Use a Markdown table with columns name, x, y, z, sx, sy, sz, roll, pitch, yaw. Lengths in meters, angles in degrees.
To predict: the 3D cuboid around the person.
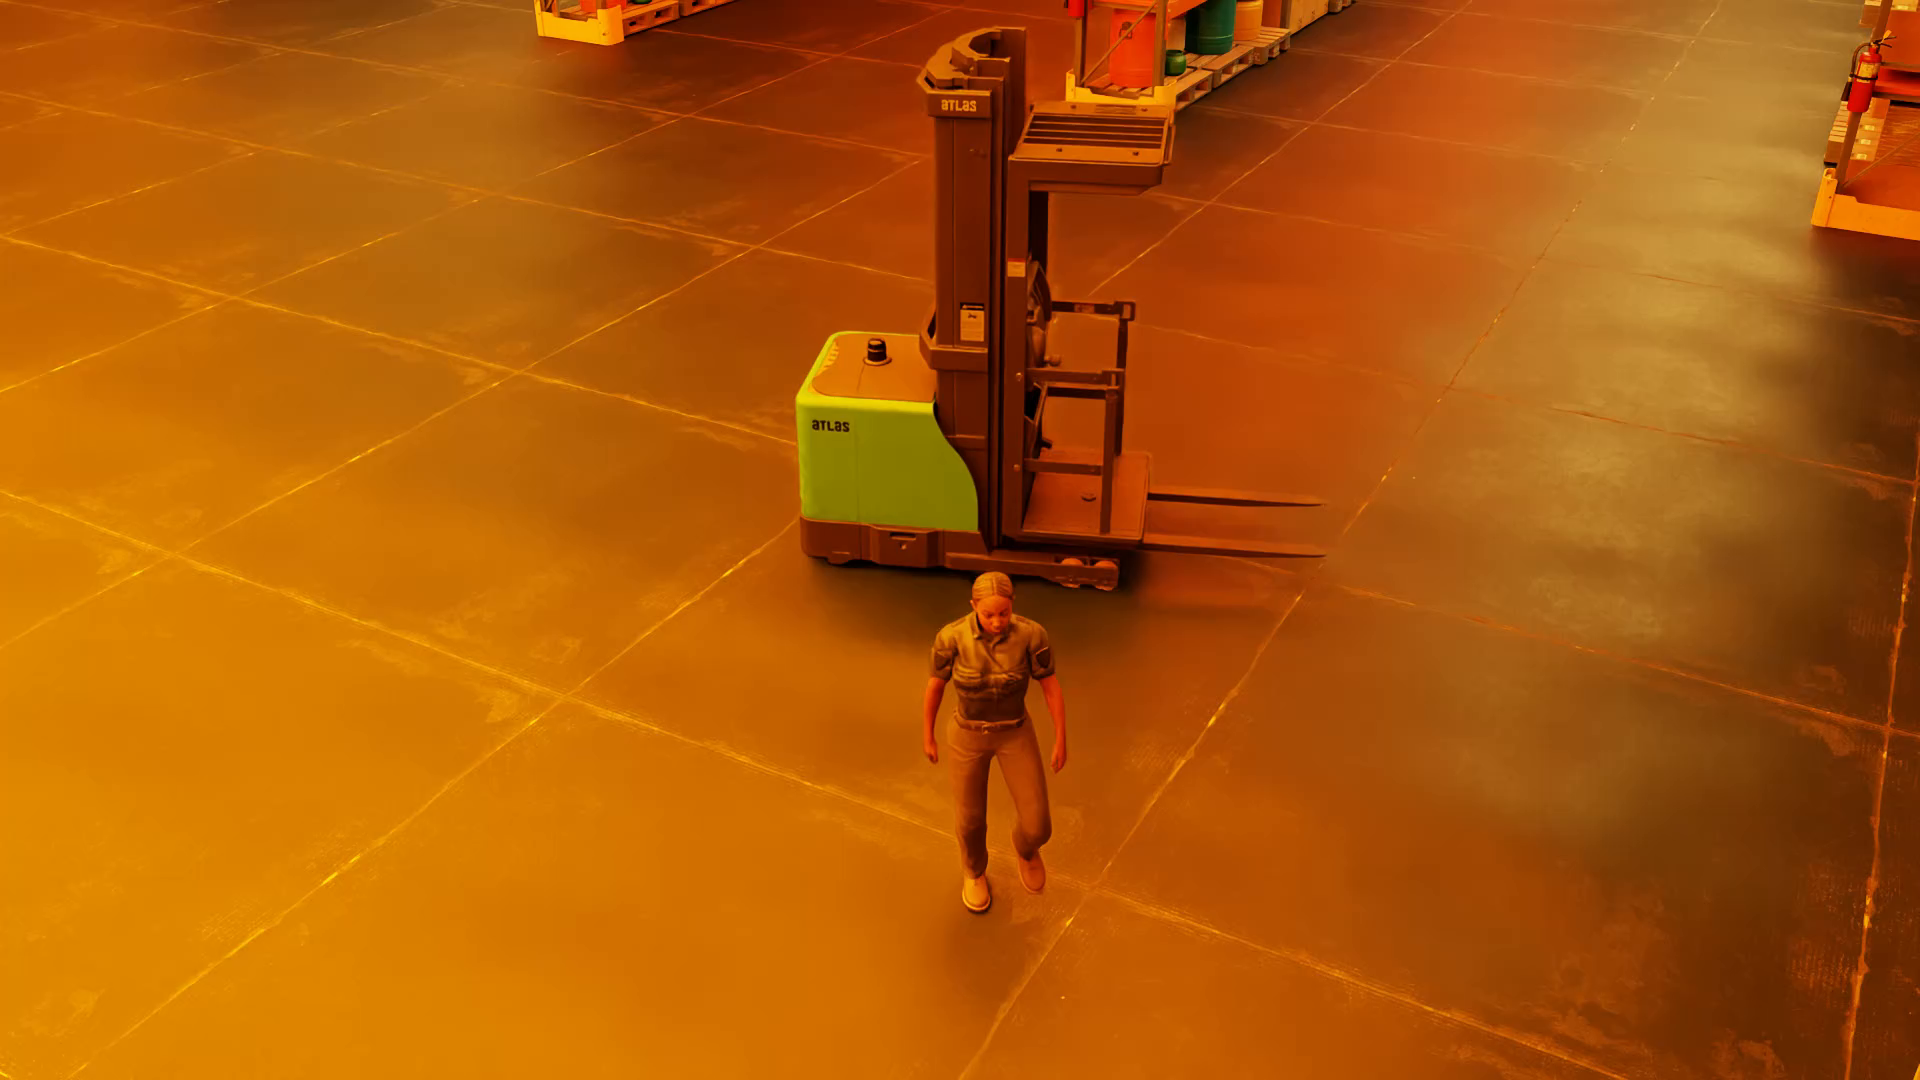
| name | x | y | z | sx | sy | sz | roll | pitch | yaw |
| --- | --- | --- | --- | --- | --- | --- | --- | --- | --- |
| person | 0.148 | 0.861 | 6.876 | 0.595 | 1.639 | 0.430 | -2 | 30 | -3 |

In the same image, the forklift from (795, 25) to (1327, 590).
| name | x | y | z | sx | sy | sz | roll | pitch | yaw |
| --- | --- | --- | --- | --- | --- | --- | --- | --- | --- |
| forklift | 0.626 | -1.267 | 9.266 | 3.031 | 2.935 | 1.130 | 4 | 30 | 7 |
